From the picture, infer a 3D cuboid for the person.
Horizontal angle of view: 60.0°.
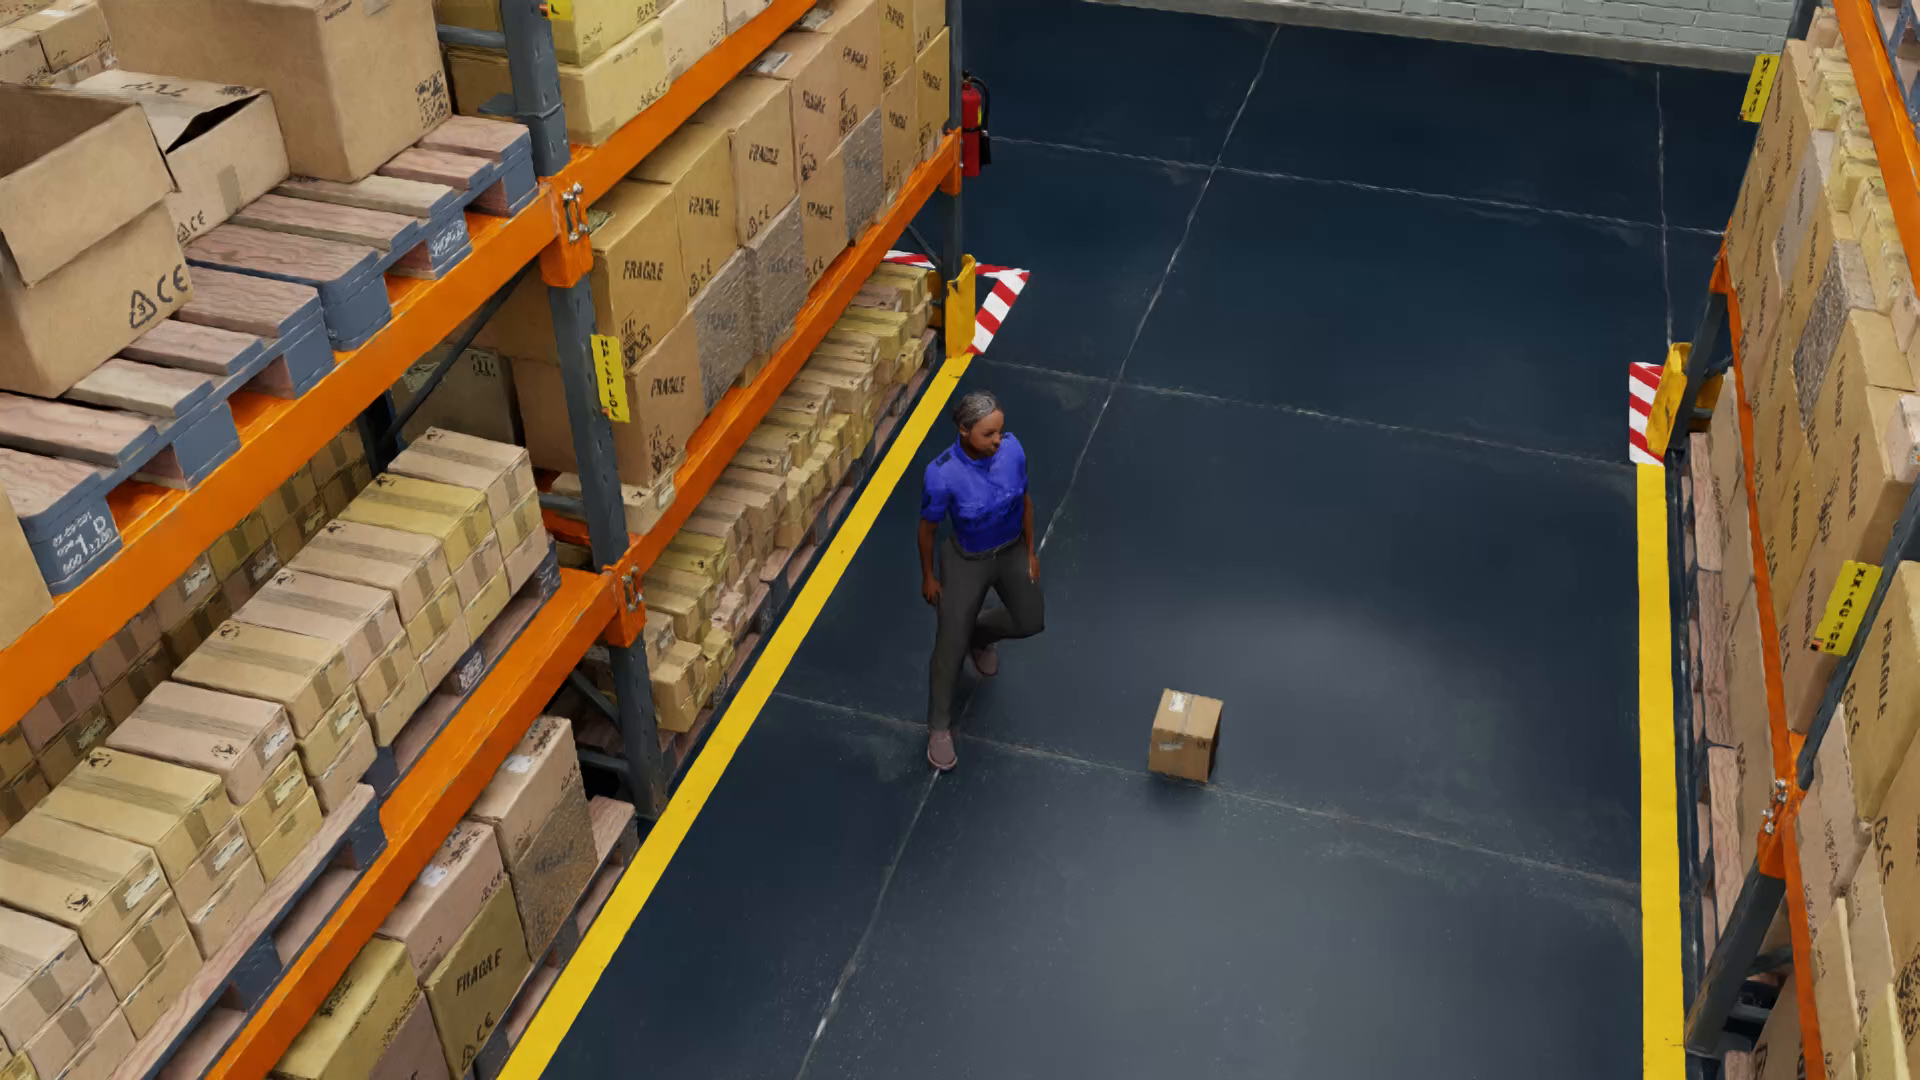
[{"bbox_3d":[0.033,0.090,6.748,0.609,1.652,0.546,-20,42,-25],"label":"person"}]
